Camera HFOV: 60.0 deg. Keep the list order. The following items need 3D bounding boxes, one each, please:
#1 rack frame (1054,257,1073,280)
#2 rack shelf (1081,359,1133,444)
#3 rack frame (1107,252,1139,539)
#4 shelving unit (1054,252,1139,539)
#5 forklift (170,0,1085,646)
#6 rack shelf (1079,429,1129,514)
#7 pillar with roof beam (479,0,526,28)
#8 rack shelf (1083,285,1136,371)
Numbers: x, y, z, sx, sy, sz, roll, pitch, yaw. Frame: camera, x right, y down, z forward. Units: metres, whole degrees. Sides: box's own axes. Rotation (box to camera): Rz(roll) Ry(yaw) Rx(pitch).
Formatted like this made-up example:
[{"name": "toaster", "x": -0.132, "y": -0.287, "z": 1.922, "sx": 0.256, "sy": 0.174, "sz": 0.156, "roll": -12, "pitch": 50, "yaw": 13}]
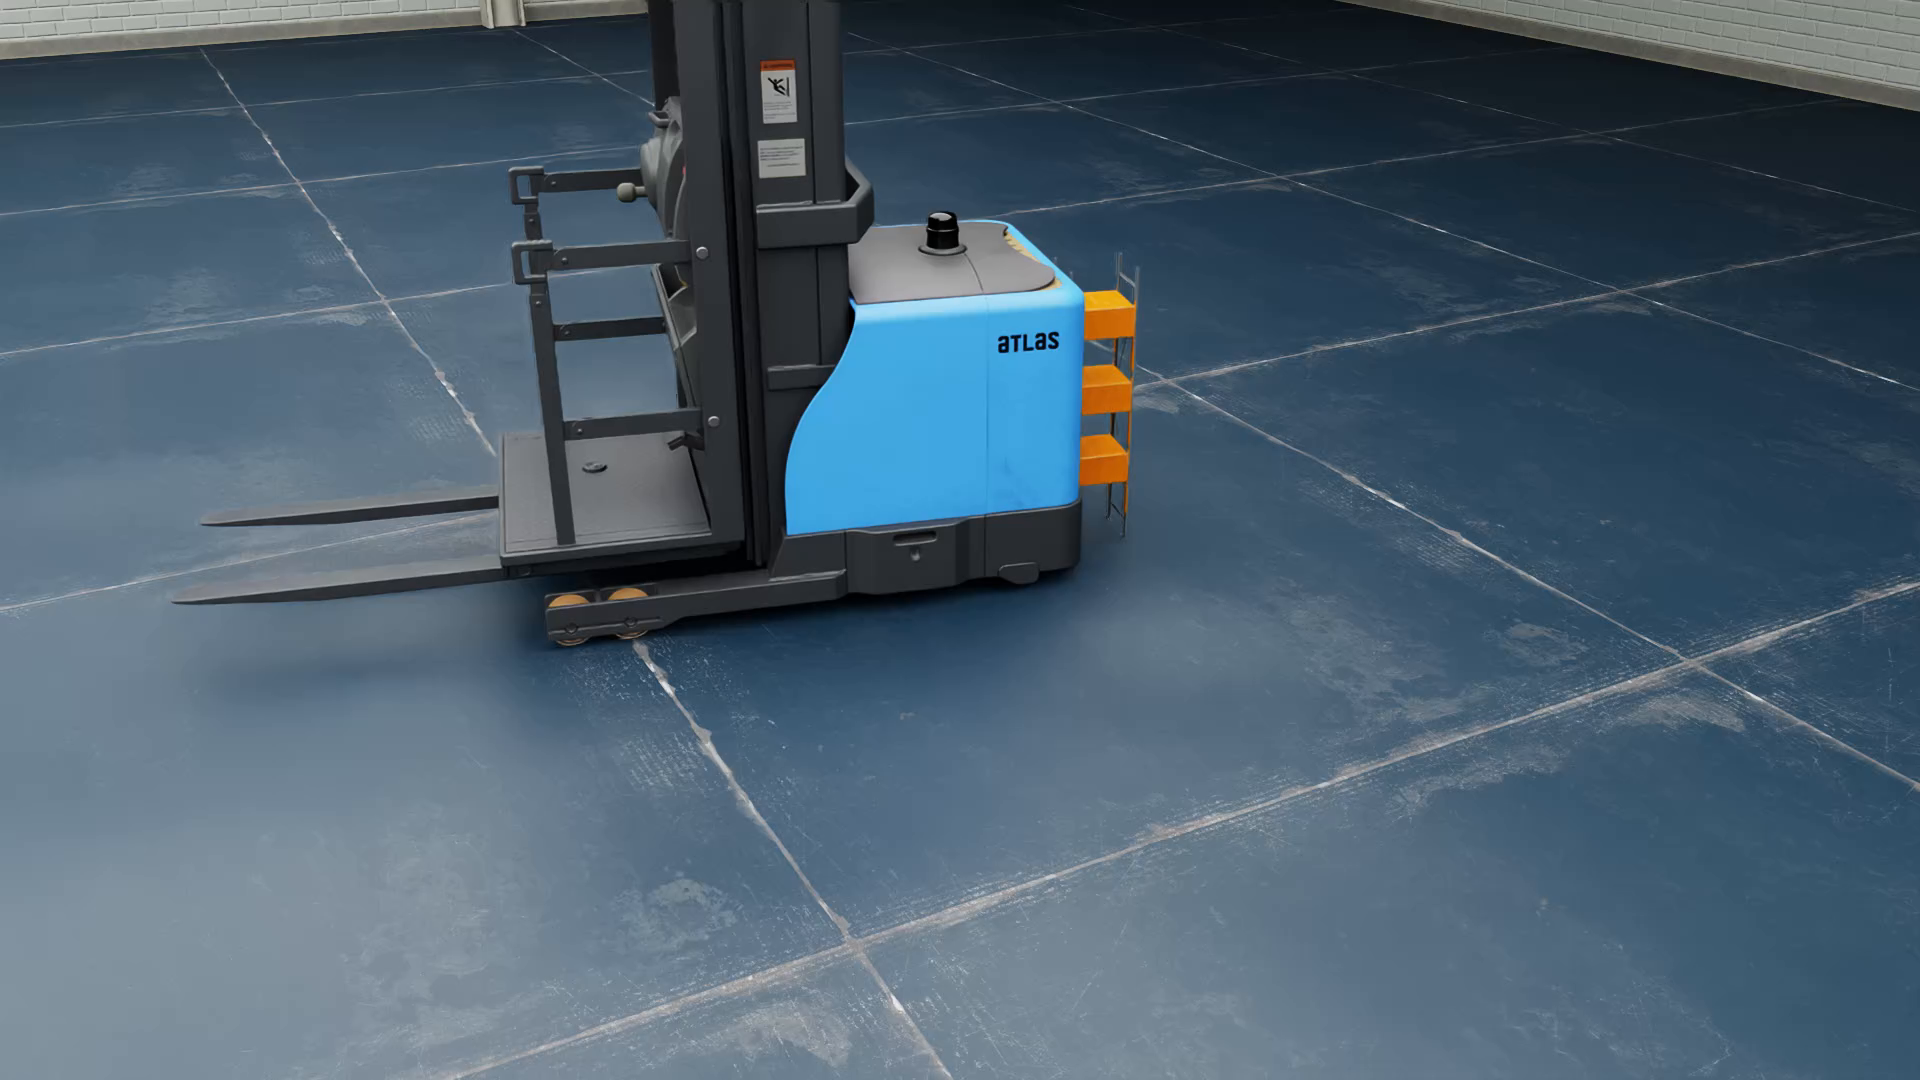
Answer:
[{"name": "rack frame", "x": 0.362, "y": -0.494, "z": 6.065, "sx": 0.008, "sy": 1.050, "sz": 0.200, "roll": -6, "pitch": 26, "yaw": -13}, {"name": "rack shelf", "x": 0.480, "y": -0.497, "z": 6.097, "sx": 0.240, "sy": 0.259, "sz": 0.215, "roll": -6, "pitch": 26, "yaw": -13}, {"name": "rack frame", "x": 0.599, "y": -0.520, "z": 6.119, "sx": 0.008, "sy": 1.050, "sz": 0.200, "roll": -6, "pitch": 26, "yaw": -13}, {"name": "shelving unit", "x": 0.480, "y": -0.507, "z": 6.092, "sx": 0.252, "sy": 1.050, "sz": 0.215, "roll": -6, "pitch": 26, "yaw": -13}, {"name": "forklift", "x": -1.143, "y": -1.223, "z": 5.411, "sx": 3.031, "sy": 2.935, "sz": 1.130, "roll": -6, "pitch": 26, "yaw": -13}, {"name": "rack shelf", "x": 0.480, "y": -0.246, "z": 6.217, "sx": 0.240, "sy": 0.259, "sz": 0.215, "roll": -6, "pitch": 26, "yaw": -13}, {"name": "pillar with roof beam", "x": -2.802, "y": -7.865, "z": 12.235, "sx": 0.400, "sy": 9.000, "sz": 9.100, "roll": -13, "pitch": 29, "yaw": -25}, {"name": "rack shelf", "x": 0.480, "y": -0.753, "z": 5.974, "sx": 0.240, "sy": 0.259, "sz": 0.215, "roll": -6, "pitch": 26, "yaw": -13}]
